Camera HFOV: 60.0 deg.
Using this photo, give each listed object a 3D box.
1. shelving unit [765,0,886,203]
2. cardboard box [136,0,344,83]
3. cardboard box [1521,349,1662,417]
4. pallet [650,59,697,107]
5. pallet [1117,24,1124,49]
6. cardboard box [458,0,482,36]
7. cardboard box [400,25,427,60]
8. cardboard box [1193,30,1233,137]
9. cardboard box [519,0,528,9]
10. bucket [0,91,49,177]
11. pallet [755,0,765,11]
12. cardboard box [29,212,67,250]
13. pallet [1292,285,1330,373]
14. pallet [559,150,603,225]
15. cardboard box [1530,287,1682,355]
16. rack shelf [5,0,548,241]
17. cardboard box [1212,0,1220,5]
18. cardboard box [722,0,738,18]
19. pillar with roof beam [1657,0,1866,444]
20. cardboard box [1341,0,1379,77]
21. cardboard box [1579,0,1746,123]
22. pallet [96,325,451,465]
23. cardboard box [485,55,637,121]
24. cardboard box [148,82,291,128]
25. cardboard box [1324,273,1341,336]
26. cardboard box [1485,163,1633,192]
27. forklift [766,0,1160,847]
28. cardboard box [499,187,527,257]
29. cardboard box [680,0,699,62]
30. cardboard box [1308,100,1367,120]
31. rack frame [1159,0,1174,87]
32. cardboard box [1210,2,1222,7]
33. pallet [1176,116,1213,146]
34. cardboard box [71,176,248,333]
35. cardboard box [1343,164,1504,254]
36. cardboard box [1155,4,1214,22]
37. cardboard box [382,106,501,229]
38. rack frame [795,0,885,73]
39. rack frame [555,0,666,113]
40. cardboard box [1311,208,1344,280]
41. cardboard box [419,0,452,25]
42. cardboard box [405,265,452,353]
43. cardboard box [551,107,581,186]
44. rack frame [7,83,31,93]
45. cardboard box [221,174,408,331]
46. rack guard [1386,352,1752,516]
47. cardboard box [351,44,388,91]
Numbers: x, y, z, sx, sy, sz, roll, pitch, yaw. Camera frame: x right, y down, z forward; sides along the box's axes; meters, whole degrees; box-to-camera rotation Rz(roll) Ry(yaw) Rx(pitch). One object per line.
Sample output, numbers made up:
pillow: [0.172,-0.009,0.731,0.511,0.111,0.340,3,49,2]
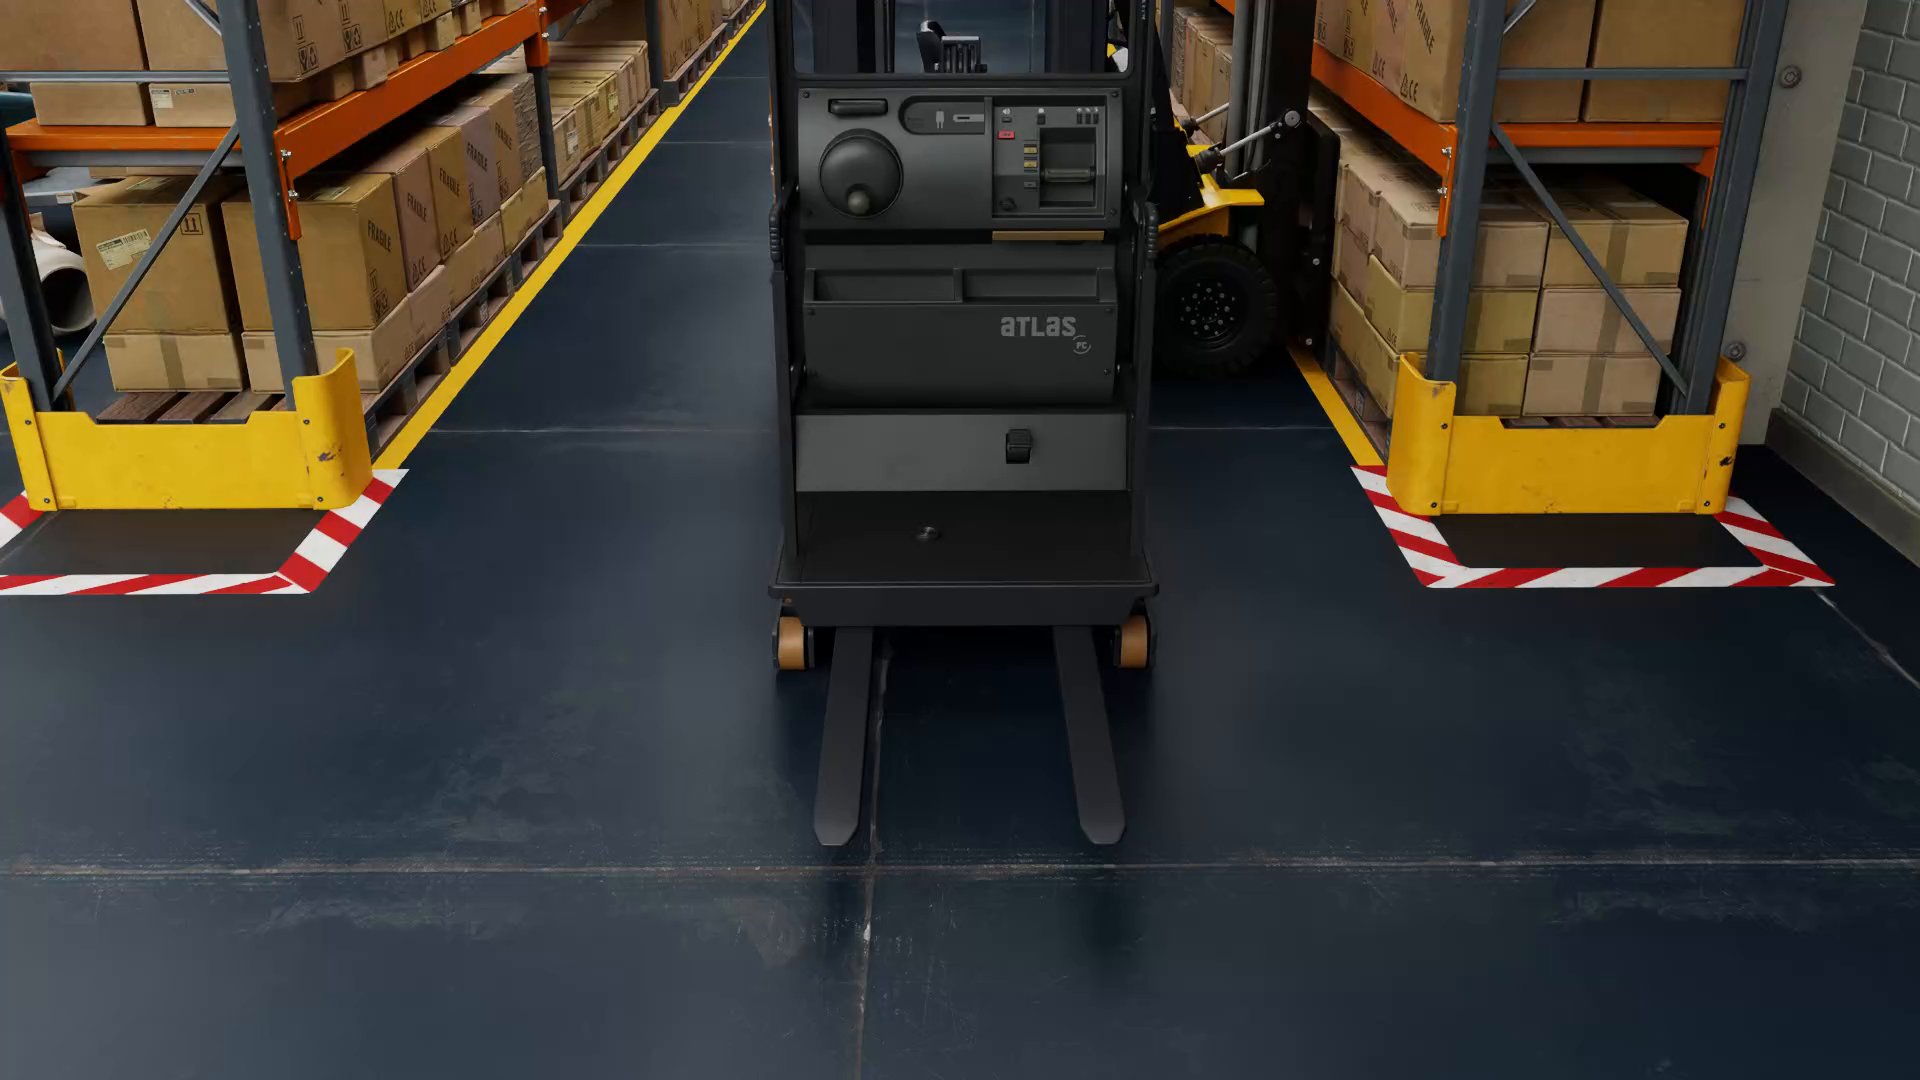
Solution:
shelving unit: [-0.504,-1.429,6.355,0.431,2.100,0.503,-3,25,-7]
cardboard box: [-2.517,-1.892,5.810,0.500,0.500,0.500,-1,24,-1]
cardboard box: [2.364,-0.680,6.440,0.500,0.250,0.500,0,24,0]
pallet: [-2.810,-3.865,14.040,1.003,0.211,1.213,0,24,-1]
pallet: [2.090,-4.877,16.277,1.003,0.211,1.213,0,24,-1]
cardboard box: [-2.510,-2.498,7.938,0.380,0.149,0.250,-1,24,-1]
cardboard box: [-2.554,-2.183,7.241,0.380,0.149,0.250,-1,24,-2]
cardboard box: [2.103,-3.140,11.425,0.875,0.625,0.625,-1,24,-3]
cardboard box: [-2.524,-2.917,8.864,0.380,0.149,0.250,-1,24,-1]
bucket: [-5.475,-2.254,9.221,0.726,0.611,0.620,8,16,18]
pallet: [-2.877,-6.507,19.882,1.003,0.211,1.213,0,24,-1]
cardboard box: [-4.970,-1.571,8.902,0.258,0.266,0.396,-19,31,-36]
pallet: [2.114,-1.084,7.890,1.003,0.211,1.213,0,24,-1]
pallet: [-2.843,-2.213,10.386,1.003,0.211,1.213,0,24,-1]
cardboard box: [2.377,-0.899,6.318,0.500,0.250,0.500,0,24,0]
rack shelf: [-2.811,-2.010,7.428,1.077,0.370,4.000,0,24,-1]
cardboard box: [2.334,-4.610,14.040,0.380,0.149,0.250,0,24,0]
cardboard box: [-2.820,-5.742,17.405,0.875,0.438,0.875,-1,24,-1]
pillar with roof beam: [-1.237,-4.543,4.875,9.100,9.000,0.400,0,24,-1]
cardboard box: [1.904,-2.210,6.875,0.500,0.500,0.500,-1,24,-2]
cardboard box: [2.446,-1.789,5.944,0.500,0.500,0.500,1,24,1]
pallet: [-2.764,-0.610,6.842,1.003,0.211,1.213,0,24,-1]
cardboard box: [-2.864,-3.268,12.014,0.950,0.372,0.625,-1,24,-2]
cardboard box: [-2.586,-1.541,5.821,0.380,0.149,0.250,0,24,0]
cardboard box: [1.861,-1.080,7.325,0.500,0.250,0.500,0,24,0]
cardboard box: [2.349,-1.337,6.679,0.500,0.250,0.500,0,24,0]
forklift: [0.006,-1.078,4.577,1.130,2.935,3.031,0,24,-1]
cardboard box: [-2.542,-1.639,8.561,0.500,0.250,0.500,-1,24,-2]
cardboard box: [-2.806,-4.686,14.541,0.875,0.875,0.875,0,24,0]
cardboard box: [1.834,-1.964,8.066,0.500,0.250,0.500,1,24,1]
rack frame: [2.087,-4.834,12.799,1.000,3.000,0.127,0,24,-1]
cardboard box: [2.377,-4.264,14.062,0.500,0.500,0.500,0,24,0]
pallet: [2.067,-2.723,11.515,1.003,0.211,1.213,0,24,-1]
cardboard box: [-3.059,-1.123,6.511,0.500,0.500,0.500,0,24,0]
cardboard box: [1.846,-1.331,6.666,0.500,0.250,0.500,0,24,0]
cardboard box: [1.872,-4.266,14.067,0.500,0.500,0.500,-1,24,-1]
cardboard box: [-2.544,-1.780,7.963,0.500,0.500,0.500,1,24,2]
rack frame: [-0.471,-1.327,6.136,0.400,2.100,0.015,-3,25,-7]
rack frame: [-2.876,-4.811,12.746,1.000,3.000,0.127,0,24,-1]
cardboard box: [1.835,-1.323,7.255,0.500,0.250,0.500,-1,24,-2]
cardboard box: [-2.546,-2.524,7.209,0.500,0.500,0.500,-1,24,-2]
cardboard box: [-2.519,-0.997,7.141,0.500,0.250,0.500,1,24,1]
cardboard box: [-2.841,-2.372,10.035,0.950,0.372,0.625,0,24,0]
rack frame: [-7.825,-4.747,12.605,1.000,3.000,0.127,0,24,-1]
cardboard box: [-2.522,-1.138,6.543,0.500,0.500,0.500,-1,24,-2]
rack guard: [2.174,-0.389,6.004,1.175,0.500,0.348,0,24,-1]
cardboard box: [-2.481,-1.859,6.525,0.380,0.149,0.250,0,24,0]
